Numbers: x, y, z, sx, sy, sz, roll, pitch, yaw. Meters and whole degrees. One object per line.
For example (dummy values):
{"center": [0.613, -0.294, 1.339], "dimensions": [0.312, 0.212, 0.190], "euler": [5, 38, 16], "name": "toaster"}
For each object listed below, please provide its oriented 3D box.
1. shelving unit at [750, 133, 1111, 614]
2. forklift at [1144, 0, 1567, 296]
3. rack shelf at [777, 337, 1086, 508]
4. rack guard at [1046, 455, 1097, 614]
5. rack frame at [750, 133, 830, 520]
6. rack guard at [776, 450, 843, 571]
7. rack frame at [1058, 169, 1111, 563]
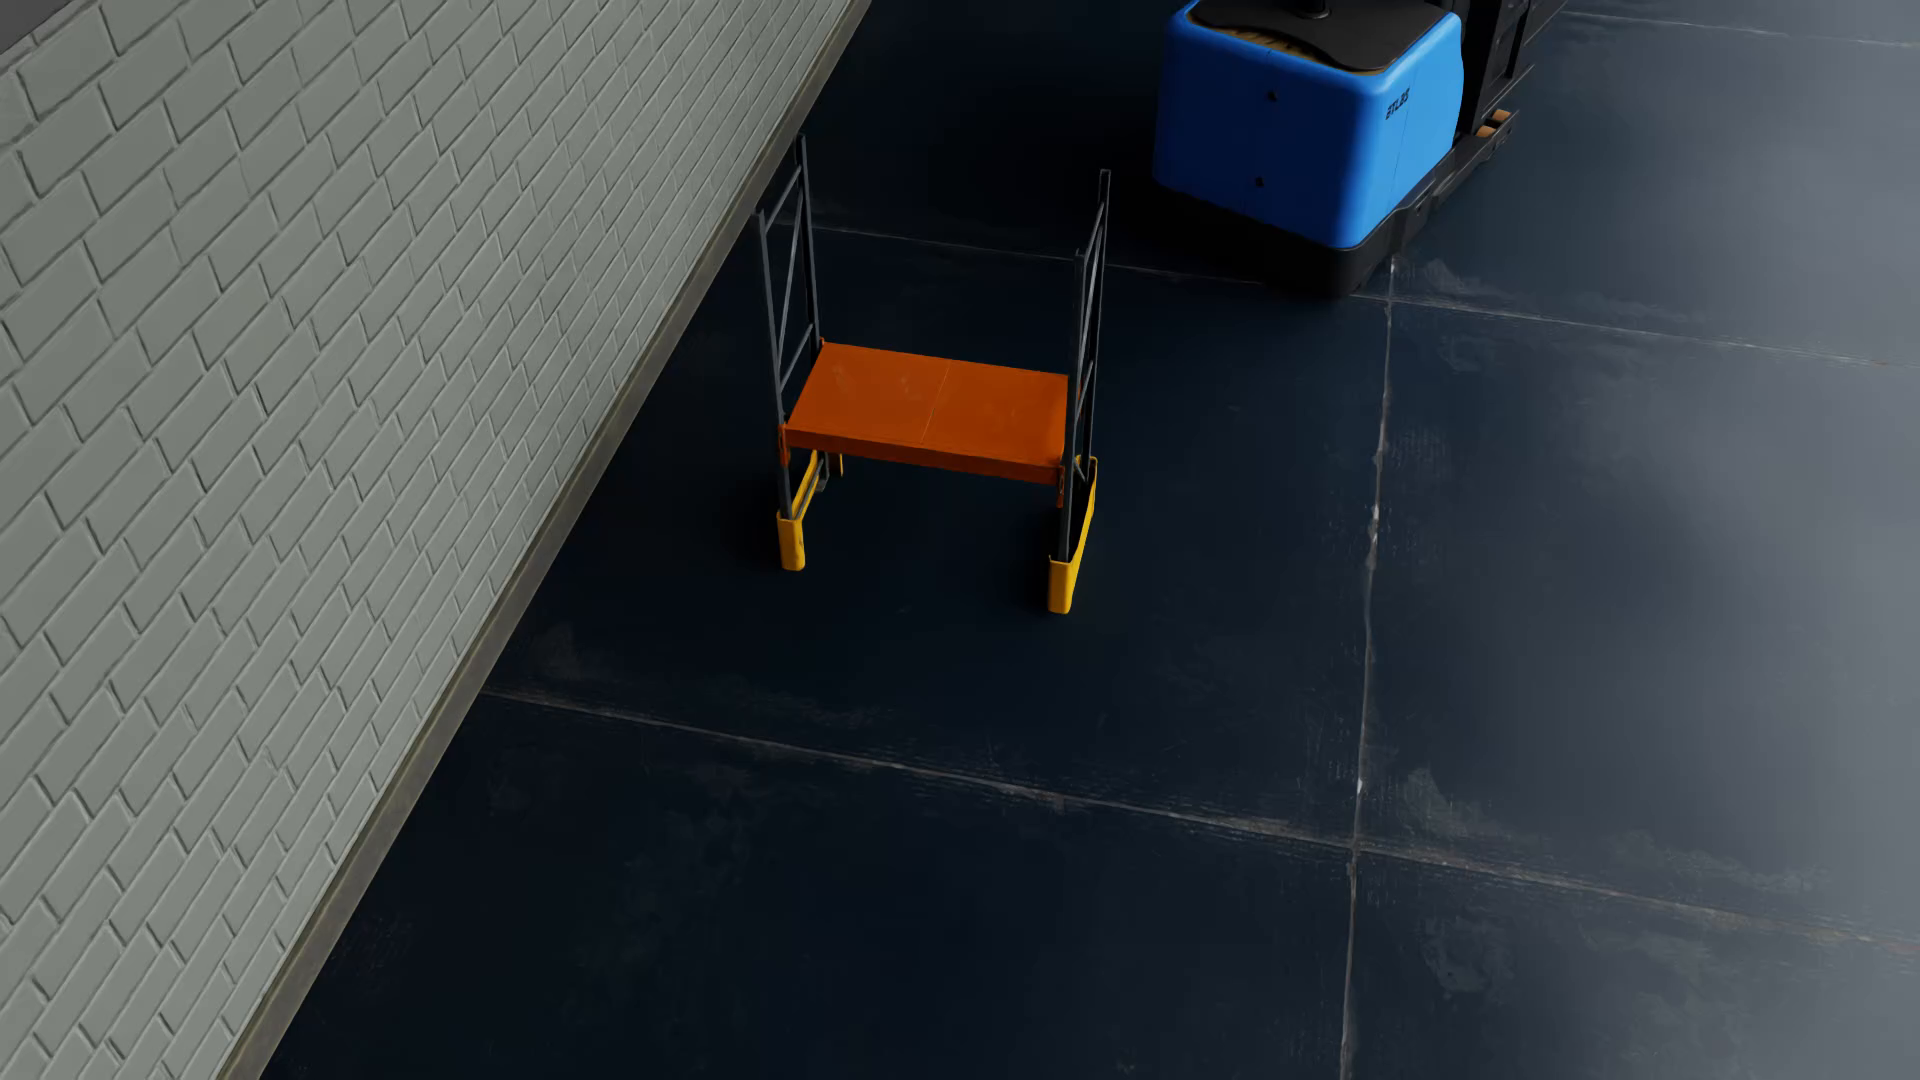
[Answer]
{"center": [-0.074, -0.552, 5.742], "dimensions": [1.083, 1.500, 0.587], "euler": [9, 45, 9], "name": "shelving unit"}
{"center": [2.117, -3.101, 7.358], "dimensions": [1.130, 2.935, 3.031], "euler": [26, 50, 25], "name": "forklift"}
{"center": [-0.083, -0.424, 5.868], "dimensions": [1.000, 0.185, 0.538], "euler": [9, 45, 9], "name": "rack shelf"}
{"center": [0.412, -0.026, 6.097], "dimensions": [0.087, 0.250, 0.587], "euler": [9, 45, 9], "name": "rack guard"}
{"center": [-0.579, -0.630, 5.823], "dimensions": [0.032, 1.500, 0.500], "euler": [9, 45, 9], "name": "rack frame"}
{"center": [-0.560, -0.177, 6.254], "dimensions": [0.087, 0.250, 0.587], "euler": [9, 45, 9], "name": "rack guard"}
{"center": [0.413, -0.476, 5.663], "dimensions": [0.032, 1.500, 0.500], "euler": [9, 45, 9], "name": "rack frame"}
